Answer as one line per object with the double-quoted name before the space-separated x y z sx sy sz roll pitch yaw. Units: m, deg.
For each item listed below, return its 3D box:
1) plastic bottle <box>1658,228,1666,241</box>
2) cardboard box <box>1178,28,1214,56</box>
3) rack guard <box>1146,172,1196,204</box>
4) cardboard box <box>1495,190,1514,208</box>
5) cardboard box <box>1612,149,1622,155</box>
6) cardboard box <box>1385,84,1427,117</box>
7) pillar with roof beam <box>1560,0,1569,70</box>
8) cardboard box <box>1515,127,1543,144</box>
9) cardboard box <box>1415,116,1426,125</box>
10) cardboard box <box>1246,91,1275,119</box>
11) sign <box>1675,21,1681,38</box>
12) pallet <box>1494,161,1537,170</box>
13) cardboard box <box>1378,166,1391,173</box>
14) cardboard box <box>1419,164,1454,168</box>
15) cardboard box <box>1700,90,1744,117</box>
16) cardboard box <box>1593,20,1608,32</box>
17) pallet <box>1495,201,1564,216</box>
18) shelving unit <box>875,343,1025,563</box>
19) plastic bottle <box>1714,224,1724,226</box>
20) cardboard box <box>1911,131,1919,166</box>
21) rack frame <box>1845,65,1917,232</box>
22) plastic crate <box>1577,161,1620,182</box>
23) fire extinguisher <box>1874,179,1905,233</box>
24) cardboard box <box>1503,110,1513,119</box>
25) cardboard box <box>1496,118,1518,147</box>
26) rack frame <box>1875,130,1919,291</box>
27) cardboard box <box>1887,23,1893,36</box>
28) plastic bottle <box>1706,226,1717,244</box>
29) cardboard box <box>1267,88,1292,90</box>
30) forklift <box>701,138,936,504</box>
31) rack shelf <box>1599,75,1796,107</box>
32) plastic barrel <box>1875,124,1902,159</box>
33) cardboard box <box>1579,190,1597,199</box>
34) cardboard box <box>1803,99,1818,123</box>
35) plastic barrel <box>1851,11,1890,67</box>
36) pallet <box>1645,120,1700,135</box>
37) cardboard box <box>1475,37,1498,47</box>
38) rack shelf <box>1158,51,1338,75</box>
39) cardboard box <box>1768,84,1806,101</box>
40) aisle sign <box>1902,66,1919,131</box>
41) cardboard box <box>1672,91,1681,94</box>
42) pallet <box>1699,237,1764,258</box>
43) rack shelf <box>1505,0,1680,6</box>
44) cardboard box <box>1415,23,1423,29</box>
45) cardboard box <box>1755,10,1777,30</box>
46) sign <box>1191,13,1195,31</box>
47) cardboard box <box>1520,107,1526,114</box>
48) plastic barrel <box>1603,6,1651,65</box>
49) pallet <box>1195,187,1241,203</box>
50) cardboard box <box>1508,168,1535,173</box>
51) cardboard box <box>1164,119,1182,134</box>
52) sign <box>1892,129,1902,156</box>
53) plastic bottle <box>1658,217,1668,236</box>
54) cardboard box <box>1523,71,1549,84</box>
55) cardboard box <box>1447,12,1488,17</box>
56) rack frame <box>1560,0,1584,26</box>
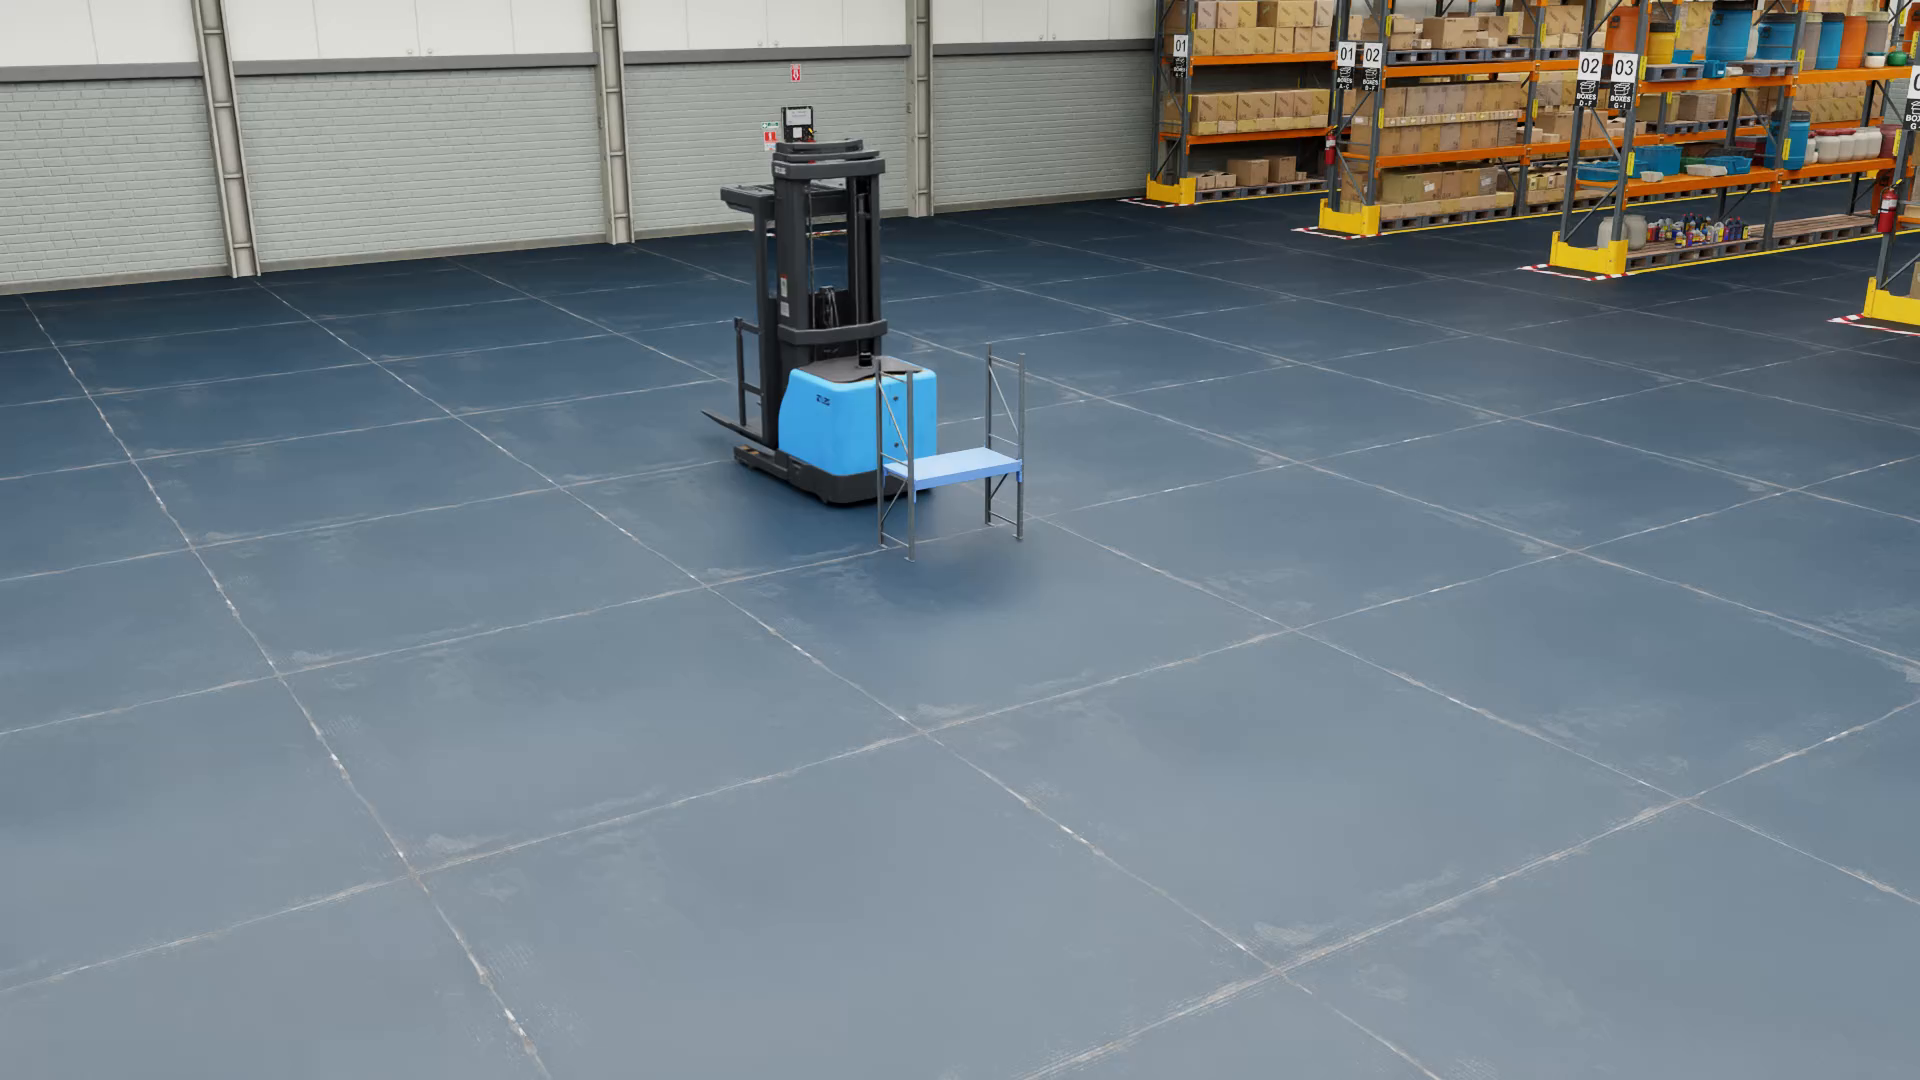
"plastic bottle" 11.327 -4.929 26.824 0.097 0.201 0.097 0 19 0
"cardboard box" 4.577 -9.694 32.364 0.500 0.500 0.500 -11 22 -30
"rack guard" 4.223 -7.053 33.327 0.348 0.500 1.175 -12 22 -31
"cardboard box" 9.961 -6.361 31.013 0.500 0.250 0.500 -12 22 -31
"cardboard box" 15.714 -9.634 40.306 0.500 0.500 0.700 -11 22 -30
"cardboard box" 7.765 -7.744 29.285 0.500 0.500 0.700 -13 22 -33
"pillar with roof beam" 16.659 -12.383 35.822 0.400 9.000 9.100 -12 22 -31
"cardboard box" 10.615 -7.632 31.369 0.500 0.250 0.500 -10 21 -28
"cardboard box" 7.974 -7.401 29.283 0.250 0.149 0.380 -12 22 -32
"cardboard box" 6.002 -8.789 33.591 0.500 0.500 0.500 -11 22 -30
"sign" 13.867 -9.862 32.119 0.005 0.325 0.100 -12 22 -31
"pallet" 12.559 -8.644 38.485 1.213 0.211 1.003 -12 22 -31
"cardboard box" 8.959 -8.270 36.241 0.500 0.500 0.700 -12 22 -31
"cardboard box" 8.834 -6.682 30.792 0.500 0.500 0.500 -12 22 -31
"cardboard box" 15.852 -9.098 34.661 0.500 0.500 0.700 -8 20 -23
"cardboard box" 14.904 -11.985 38.751 0.500 0.250 0.500 -12 22 -32
"pallet" 10.822 -6.424 31.915 1.213 0.211 1.003 -12 22 -31
"shelving unit" -0.071 -0.695 12.960 1.048 1.500 0.538 -12 22 -31
"plastic bottle" 12.307 -5.008 26.939 0.135 0.276 0.152 -12 22 -31
"cardboard box" 12.656 -5.074 21.389 0.500 0.500 0.500 -12 22 -31
"rack frame" 16.290 -6.983 29.217 0.127 3.000 1.000 -12 22 -31
"plastic crate" 9.862 -5.672 25.570 0.616 0.251 0.499 -12 22 -31
"fire extinguisher" 11.984 -4.316 21.448 0.183 0.674 0.296 -12 22 -31
"cardboard box" 9.911 -7.811 30.496 0.250 0.149 0.380 -12 22 -33
"cardboard box" 9.861 -7.572 30.802 0.500 0.500 0.700 -13 22 -33
"rack frame" 12.333 -4.249 21.130 0.127 3.000 1.000 -12 22 -31
"cardboard box" 19.962 -11.146 36.300 0.500 0.250 0.500 -12 22 -31
"plastic bottle" 12.002 -4.888 26.586 0.135 0.276 0.152 -11 22 -30
"cardboard box" 6.559 -9.105 34.526 0.500 0.500 0.500 -12 22 -32
"forklift" -1.424 -2.109 14.908 1.130 2.935 3.031 -12 22 -32
"rack shelf" 11.279 -7.007 25.726 4.000 0.370 1.077 -12 22 -31
"plastic barrel" 16.069 -6.885 28.714 0.708 0.536 0.600 -12 22 -31
"cardboard box" 11.986 -6.776 32.243 0.500 0.250 0.500 -11 22 -30
"cardboard box" 17.911 -9.169 35.525 0.500 0.500 0.500 -11 22 -30
"plastic barrel" 15.485 -8.555 28.400 0.600 0.901 0.600 0 19 0
"pallet" 14.096 -8.356 33.578 1.003 0.211 1.213 -12 22 -31
"cardboard box" 9.371 -8.886 29.680 0.250 0.149 0.380 -12 22 -31
"rack shelf" 5.830 -9.657 33.564 4.000 0.370 1.077 -12 22 -31
"cardboard box" 17.458 -9.542 35.069 0.500 0.500 0.500 -11 22 -30
"aisle sign" 12.116 -5.550 20.919 0.004 0.787 0.394 -12 22 -31
"cardboard box" 17.102 -11.092 40.902 0.700 0.700 0.980 -11 21 -29
"pallet" 12.366 -4.851 27.263 1.213 0.211 1.003 -12 22 -31
"rack shelf" 11.899 -10.268 31.315 4.000 0.370 1.077 -12 22 -31
"cardboard box" 9.708 -10.909 35.953 0.637 0.503 0.797 -9 20 -24
"cardboard box" 16.448 -10.659 34.438 0.600 0.600 0.600 -14 23 -36
"sign" 4.459 -9.914 31.838 0.005 0.325 0.100 -12 22 -31
"cardboard box" 12.742 -9.837 38.020 0.250 0.149 0.380 -11 22 -30
"plastic barrel" 9.945 -7.517 24.786 0.708 0.830 0.600 -12 22 -31
"pallet" 4.921 -7.050 33.769 1.213 0.211 1.003 -12 22 -31
"cardboard box" 10.840 -7.008 32.051 0.500 0.311 0.500 -11 22 -30
"cardboard box" 4.444 -8.297 33.305 0.500 0.250 0.500 -12 22 -31
"sign" 12.044 -5.100 21.344 0.005 0.325 0.100 -12 22 -31
"plastic bottle" 11.379 -5.060 26.978 0.185 0.351 0.144 -11 22 -29
"cardboard box" 13.074 -10.563 37.982 0.500 0.250 0.500 -11 22 -30
"cardboard box" 11.207 -11.409 36.782 0.500 0.500 0.700 -14 23 -36
"rack frame" 14.182 -13.180 38.179 0.127 3.000 1.000 -12 22 -31
